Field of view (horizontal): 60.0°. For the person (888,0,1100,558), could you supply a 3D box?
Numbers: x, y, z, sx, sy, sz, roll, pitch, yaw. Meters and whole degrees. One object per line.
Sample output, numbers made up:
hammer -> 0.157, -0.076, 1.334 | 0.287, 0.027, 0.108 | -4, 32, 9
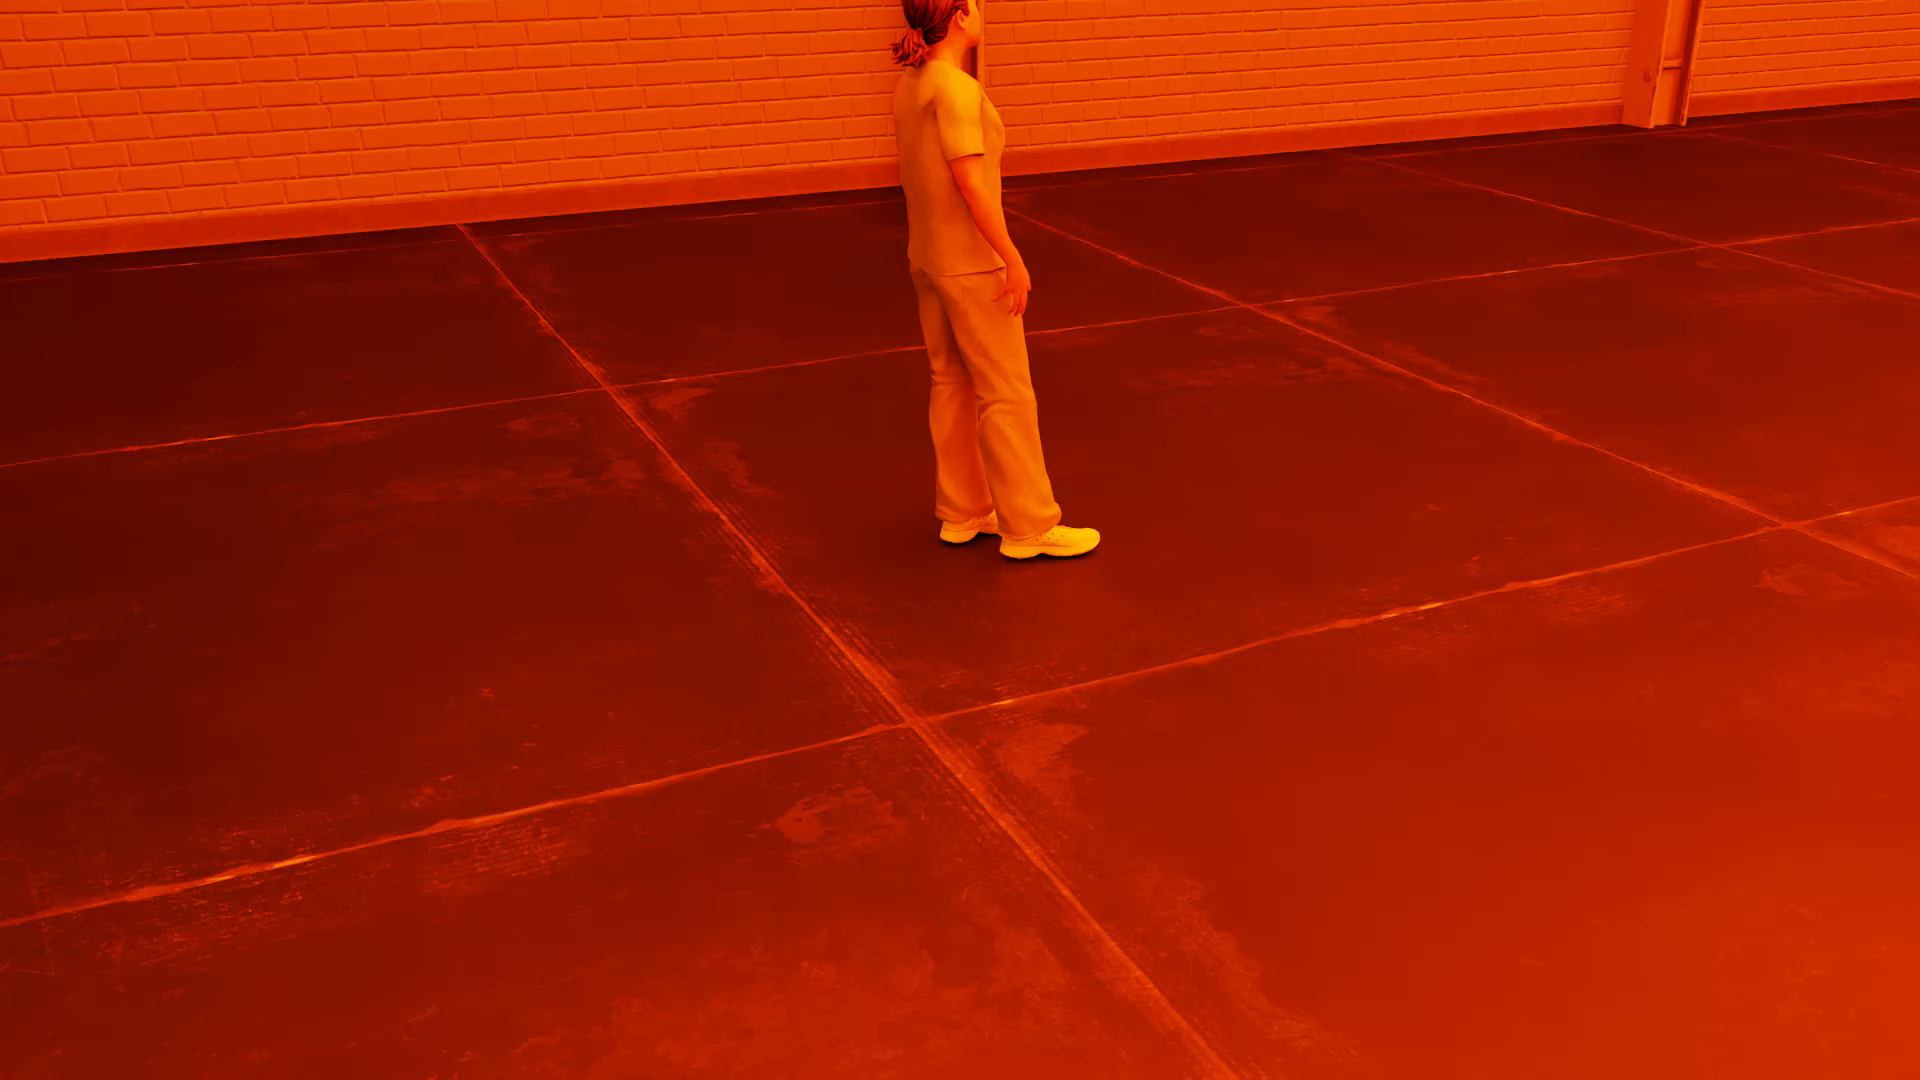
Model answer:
person -> 0.073, -0.788, 4.800 | 0.548, 1.673, 0.549 | -10, 25, -23
